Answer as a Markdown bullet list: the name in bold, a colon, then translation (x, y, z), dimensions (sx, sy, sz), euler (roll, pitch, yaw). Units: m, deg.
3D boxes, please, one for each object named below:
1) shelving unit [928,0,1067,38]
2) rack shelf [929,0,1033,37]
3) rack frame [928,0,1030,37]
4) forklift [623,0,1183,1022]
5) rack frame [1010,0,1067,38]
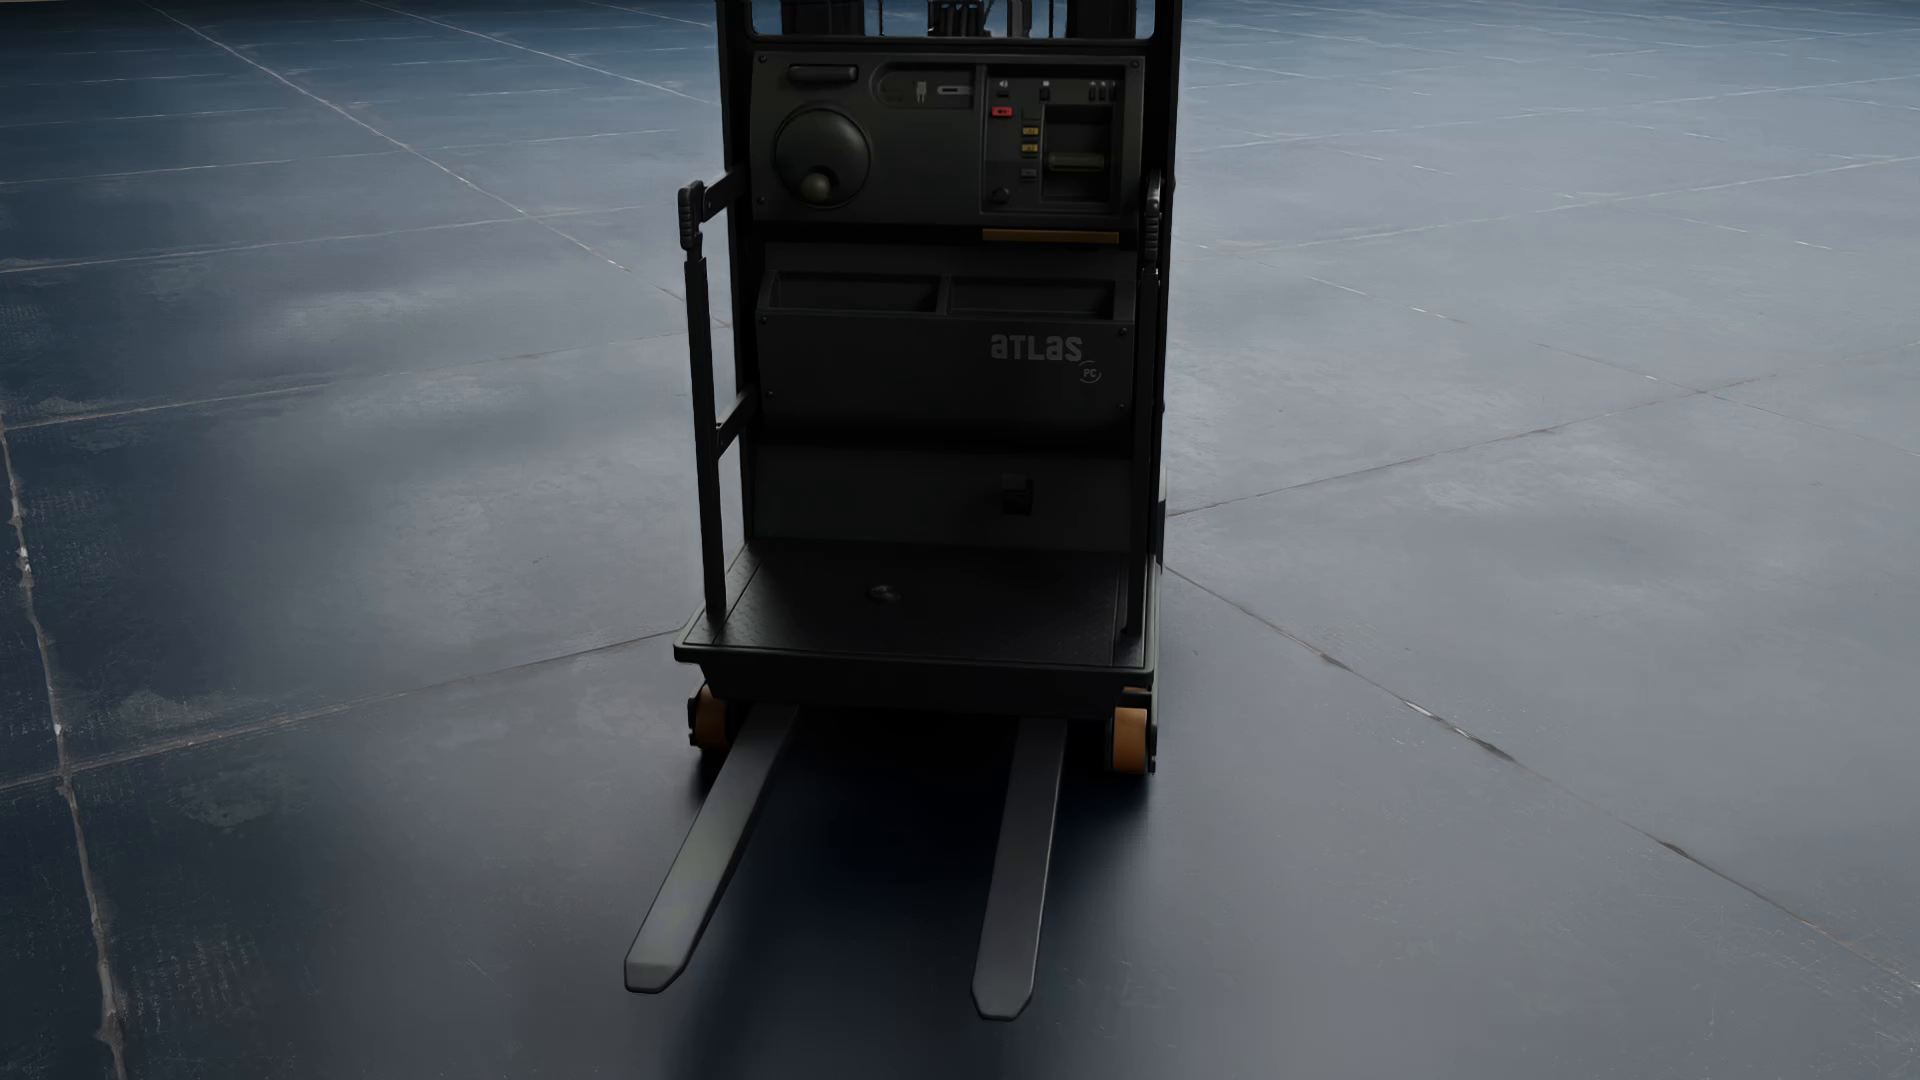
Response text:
- **shelving unit**: translation (0.198, -1.249, 5.596), dimensions (0.431, 2.100, 0.503), euler (-13, 26, -29)
- **rack shelf**: translation (0.198, -1.885, 5.337), dimensions (0.431, 0.518, 0.480), euler (-13, 26, -29)
- **rack frame**: translation (0.069, -1.327, 5.788), dimensions (0.400, 2.100, 0.015), euler (-13, 26, -29)
- **forklift**: translation (-0.058, -0.936, 3.723), dimensions (1.130, 2.935, 3.031), euler (3, 22, 6)
- **rack frame**: translation (0.327, -1.171, 5.404), dimensions (0.400, 2.100, 0.015), euler (-13, 26, -29)
